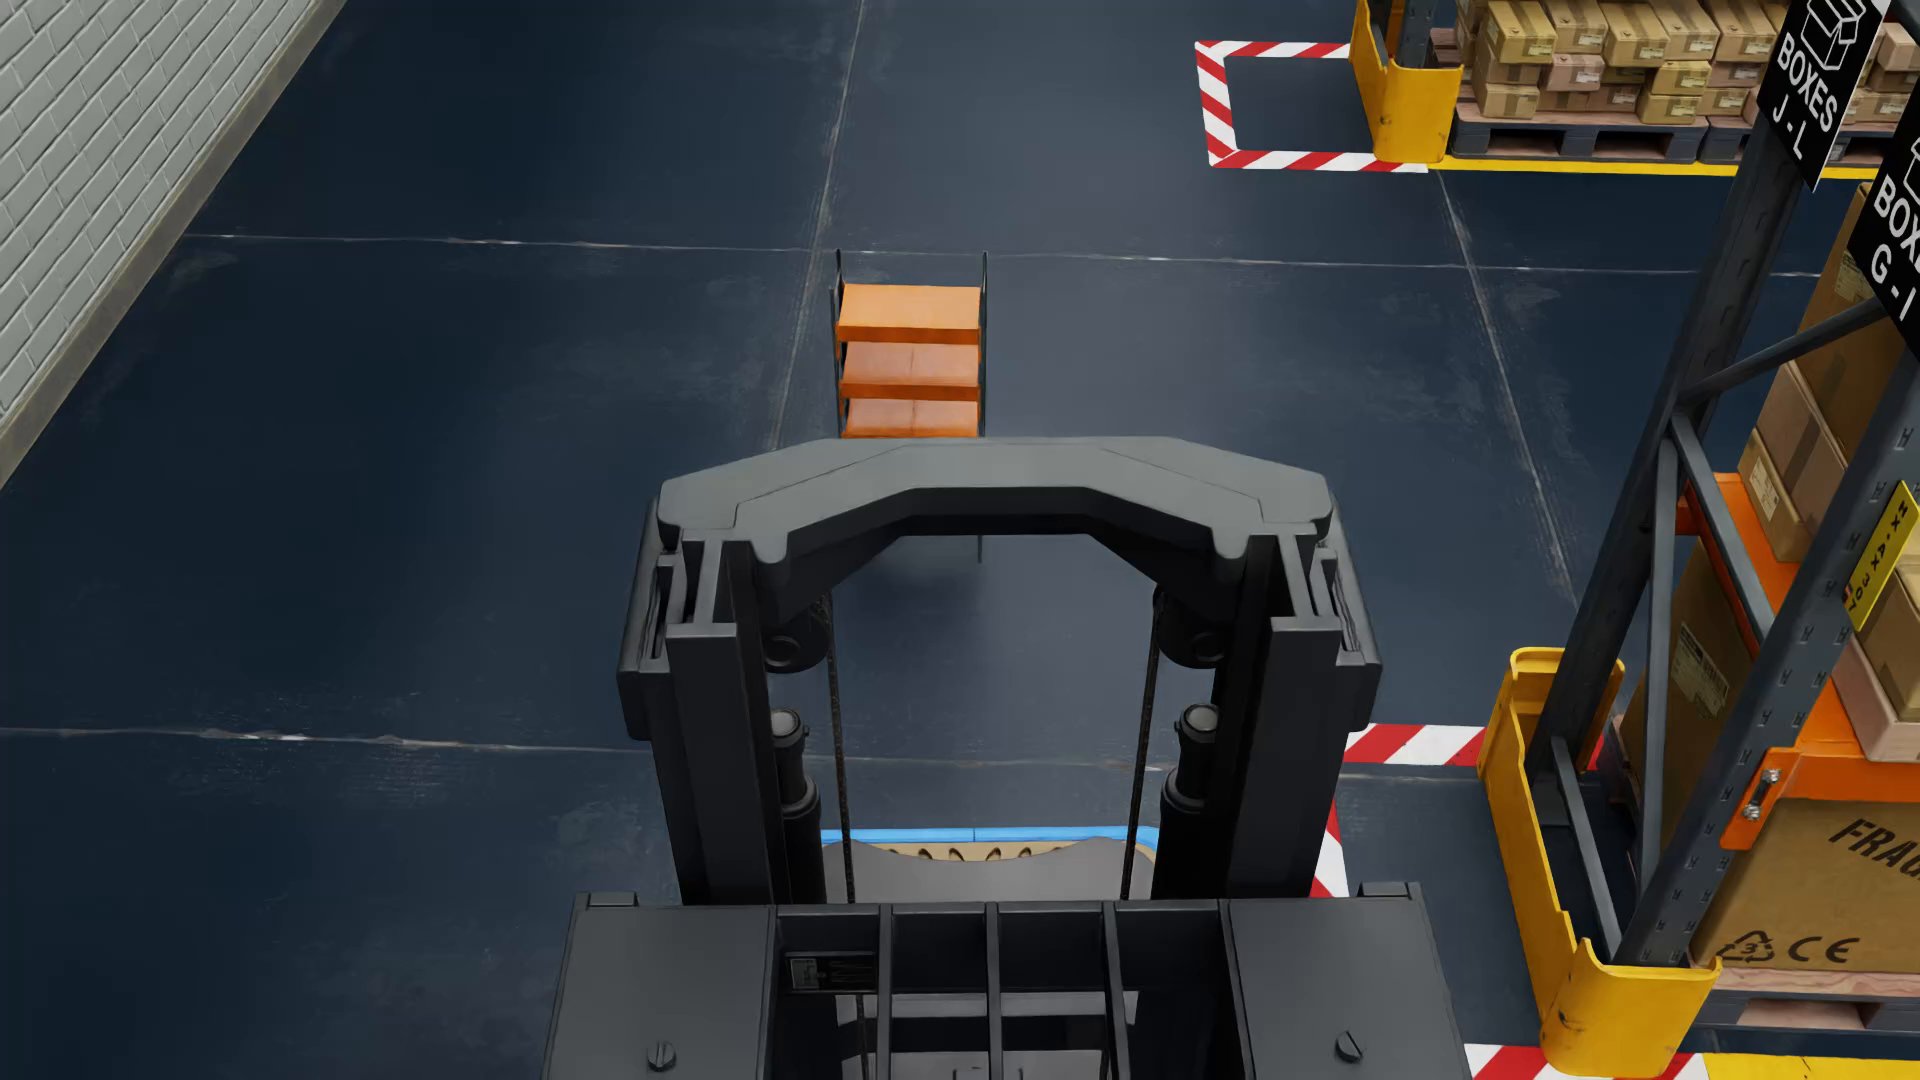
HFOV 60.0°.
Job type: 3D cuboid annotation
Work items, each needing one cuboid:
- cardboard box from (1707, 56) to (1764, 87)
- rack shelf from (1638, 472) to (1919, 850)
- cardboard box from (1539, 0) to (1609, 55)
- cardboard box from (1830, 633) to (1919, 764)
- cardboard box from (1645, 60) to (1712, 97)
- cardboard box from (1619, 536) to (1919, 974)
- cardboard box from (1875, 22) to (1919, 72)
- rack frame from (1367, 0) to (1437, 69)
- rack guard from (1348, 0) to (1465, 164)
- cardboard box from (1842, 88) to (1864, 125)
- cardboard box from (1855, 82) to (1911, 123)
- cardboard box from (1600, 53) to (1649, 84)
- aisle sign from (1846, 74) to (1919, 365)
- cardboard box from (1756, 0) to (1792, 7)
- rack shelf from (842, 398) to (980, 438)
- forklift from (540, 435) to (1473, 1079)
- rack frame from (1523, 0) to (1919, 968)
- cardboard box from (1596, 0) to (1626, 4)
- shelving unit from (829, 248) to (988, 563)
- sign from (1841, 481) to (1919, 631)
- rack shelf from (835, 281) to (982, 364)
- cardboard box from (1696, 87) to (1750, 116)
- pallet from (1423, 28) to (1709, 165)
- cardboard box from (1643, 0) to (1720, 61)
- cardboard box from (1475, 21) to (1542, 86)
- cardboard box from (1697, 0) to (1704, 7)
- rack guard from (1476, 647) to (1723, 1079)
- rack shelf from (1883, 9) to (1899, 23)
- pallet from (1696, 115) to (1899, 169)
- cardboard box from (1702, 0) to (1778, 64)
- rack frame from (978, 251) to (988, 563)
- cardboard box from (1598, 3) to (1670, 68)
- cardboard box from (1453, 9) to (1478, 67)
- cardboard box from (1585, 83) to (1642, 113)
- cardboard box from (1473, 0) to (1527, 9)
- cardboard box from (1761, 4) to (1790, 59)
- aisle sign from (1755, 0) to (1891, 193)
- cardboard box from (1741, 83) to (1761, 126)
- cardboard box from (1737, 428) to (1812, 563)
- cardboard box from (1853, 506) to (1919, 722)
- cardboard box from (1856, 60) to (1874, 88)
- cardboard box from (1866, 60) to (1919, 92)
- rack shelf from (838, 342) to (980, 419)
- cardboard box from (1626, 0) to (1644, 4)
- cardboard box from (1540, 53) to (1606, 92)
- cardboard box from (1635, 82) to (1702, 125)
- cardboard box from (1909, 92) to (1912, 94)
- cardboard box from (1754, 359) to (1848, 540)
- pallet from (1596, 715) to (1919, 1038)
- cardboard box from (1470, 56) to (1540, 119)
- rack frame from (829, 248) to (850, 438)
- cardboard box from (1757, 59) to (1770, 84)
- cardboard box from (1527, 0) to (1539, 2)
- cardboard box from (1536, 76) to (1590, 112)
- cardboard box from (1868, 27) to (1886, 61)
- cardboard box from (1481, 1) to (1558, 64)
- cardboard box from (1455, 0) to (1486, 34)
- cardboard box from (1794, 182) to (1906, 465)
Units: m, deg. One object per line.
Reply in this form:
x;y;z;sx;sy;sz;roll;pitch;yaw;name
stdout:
3.742;-2.380;8.169;0.250;0.149;0.380;0;43;0;cardboard box
3.864;0.328;4.225;4.000;0.370;1.077;2;43;2;rack shelf
2.979;-2.525;8.107;0.250;0.149;0.380;2;43;3;cardboard box
2.206;0.331;3.878;0.250;0.149;0.380;2;43;2;cardboard box
3.473;-2.323;8.109;0.250;0.149;0.380;3;43;3;cardboard box
2.509;0.593;4.664;0.875;0.875;0.875;2;43;2;cardboard box
4.513;-2.400;7.972;0.250;0.149;0.380;0;43;0;cardboard box
2.190;-3.371;7.668;0.127;3.000;1.000;2;43;2;rack frame
2.266;-2.454;8.517;0.348;0.500;1.175;2;43;2;rack guard
4.245;-2.209;8.204;0.250;0.149;0.380;2;43;2;cardboard box
4.488;-2.224;8.220;0.250;0.149;0.380;3;43;3;cardboard box
3.222;-2.405;8.196;0.250;0.149;0.380;2;43;2;cardboard box
1.781;-0.746;2.942;0.004;0.787;0.394;2;43;2;aisle sign
4.028;-2.782;8.383;0.250;0.149;0.380;0;43;0;cardboard box
-0.165;-0.395;5.892;0.480;0.148;0.258;2;43;2;rack shelf
0.055;1.402;2.595;1.130;2.935;3.031;-1;43;-1;forklift
1.866;0.004;4.046;0.127;3.000;1.000;2;43;2;rack frame
3.243;-2.887;8.495;0.250;0.149;0.380;1;43;1;cardboard box
-0.165;-0.444;5.846;0.503;1.200;0.258;2;43;2;shelving unit
1.835;0.036;3.318;0.005;0.325;0.100;2;43;2;sign
-0.165;-0.732;5.579;0.480;0.148;0.258;2;43;2;rack shelf
3.722;-2.267;8.266;0.250;0.149;0.380;2;43;2;cardboard box
3.076;-2.299;8.563;1.213;0.211;1.003;2;43;2;pallet
3.477;-2.479;8.057;0.250;0.149;0.380;0;43;0;cardboard box
2.702;-2.399;8.190;0.250;0.149;0.380;3;43;4;cardboard box
3.770;-2.866;8.472;0.250;0.149;0.380;3;43;3;cardboard box
1.842;0.917;4.898;0.348;0.500;1.175;2;43;2;rack guard
3.864;-0.769;3.202;4.000;0.370;1.077;2;43;2;rack shelf
4.292;-2.260;8.521;1.213;0.211;1.003;2;43;2;pallet
3.753;-2.464;8.041;0.250;0.149;0.380;3;43;4;cardboard box
0.078;-0.437;5.838;0.015;1.200;0.240;2;43;2;rack frame
3.225;-2.430;8.005;0.250;0.149;0.380;2;43;2;cardboard box
2.726;-2.607;8.631;0.250;0.149;0.380;2;43;3;cardboard box
3.213;-2.292;8.293;0.250;0.149;0.380;2;43;2;cardboard box
2.731;-2.855;8.461;0.250;0.149;0.380;2;43;2;cardboard box
4.014;-2.425;7.999;0.250;0.149;0.380;2;43;3;cardboard box
1.808;-1.154;3.381;0.004;0.787;0.394;2;43;2;aisle sign
3.967;-2.200;8.194;0.250;0.149;0.380;0;43;0;cardboard box
2.237;-0.118;4.360;0.250;0.149;0.380;3;43;3;cardboard box
2.333;0.148;3.782;0.500;0.250;0.500;1;43;1;cardboard box
4.285;-2.385;8.174;0.250;0.149;0.380;4;43;4;cardboard box
4.550;-2.348;8.135;0.250;0.149;0.380;0;43;0;cardboard box
-0.165;-0.559;5.740;0.480;0.148;0.258;2;43;2;rack shelf
3.499;-2.836;8.441;0.250;0.149;0.380;0;43;0;cardboard box
2.973;-2.352;8.140;0.250;0.149;0.380;2;43;2;cardboard box
3.463;-2.209;8.205;0.250;0.149;0.380;2;43;2;cardboard box
4.745;-2.170;8.162;0.250;0.149;0.380;2;43;2;cardboard box
2.362;-0.216;4.173;0.500;0.250;0.500;1;43;1;cardboard box
2.668;0.995;5.027;1.213;0.211;1.003;2;43;2;pallet
2.699;-2.247;8.245;0.250;0.149;0.380;3;43;3;cardboard box
-0.409;-0.452;5.855;0.015;1.200;0.240;2;43;2;rack frame
4.015;-2.400;8.191;0.250;0.149;0.380;4;43;4;cardboard box
2.979;-2.808;8.411;0.250;0.149;0.380;3;43;3;cardboard box
2.964;-2.295;8.296;0.250;0.149;0.380;2;43;2;cardboard box
4.269;-2.482;8.061;0.250;0.149;0.380;2;43;2;cardboard box
2.698;-2.451;8.028;0.250;0.149;0.380;0;43;0;cardboard box
2.730;-2.768;8.586;0.250;0.149;0.380;1;43;1;cardboard box
2.365;-0.489;3.916;0.500;0.500;0.500;2;43;2;cardboard box
